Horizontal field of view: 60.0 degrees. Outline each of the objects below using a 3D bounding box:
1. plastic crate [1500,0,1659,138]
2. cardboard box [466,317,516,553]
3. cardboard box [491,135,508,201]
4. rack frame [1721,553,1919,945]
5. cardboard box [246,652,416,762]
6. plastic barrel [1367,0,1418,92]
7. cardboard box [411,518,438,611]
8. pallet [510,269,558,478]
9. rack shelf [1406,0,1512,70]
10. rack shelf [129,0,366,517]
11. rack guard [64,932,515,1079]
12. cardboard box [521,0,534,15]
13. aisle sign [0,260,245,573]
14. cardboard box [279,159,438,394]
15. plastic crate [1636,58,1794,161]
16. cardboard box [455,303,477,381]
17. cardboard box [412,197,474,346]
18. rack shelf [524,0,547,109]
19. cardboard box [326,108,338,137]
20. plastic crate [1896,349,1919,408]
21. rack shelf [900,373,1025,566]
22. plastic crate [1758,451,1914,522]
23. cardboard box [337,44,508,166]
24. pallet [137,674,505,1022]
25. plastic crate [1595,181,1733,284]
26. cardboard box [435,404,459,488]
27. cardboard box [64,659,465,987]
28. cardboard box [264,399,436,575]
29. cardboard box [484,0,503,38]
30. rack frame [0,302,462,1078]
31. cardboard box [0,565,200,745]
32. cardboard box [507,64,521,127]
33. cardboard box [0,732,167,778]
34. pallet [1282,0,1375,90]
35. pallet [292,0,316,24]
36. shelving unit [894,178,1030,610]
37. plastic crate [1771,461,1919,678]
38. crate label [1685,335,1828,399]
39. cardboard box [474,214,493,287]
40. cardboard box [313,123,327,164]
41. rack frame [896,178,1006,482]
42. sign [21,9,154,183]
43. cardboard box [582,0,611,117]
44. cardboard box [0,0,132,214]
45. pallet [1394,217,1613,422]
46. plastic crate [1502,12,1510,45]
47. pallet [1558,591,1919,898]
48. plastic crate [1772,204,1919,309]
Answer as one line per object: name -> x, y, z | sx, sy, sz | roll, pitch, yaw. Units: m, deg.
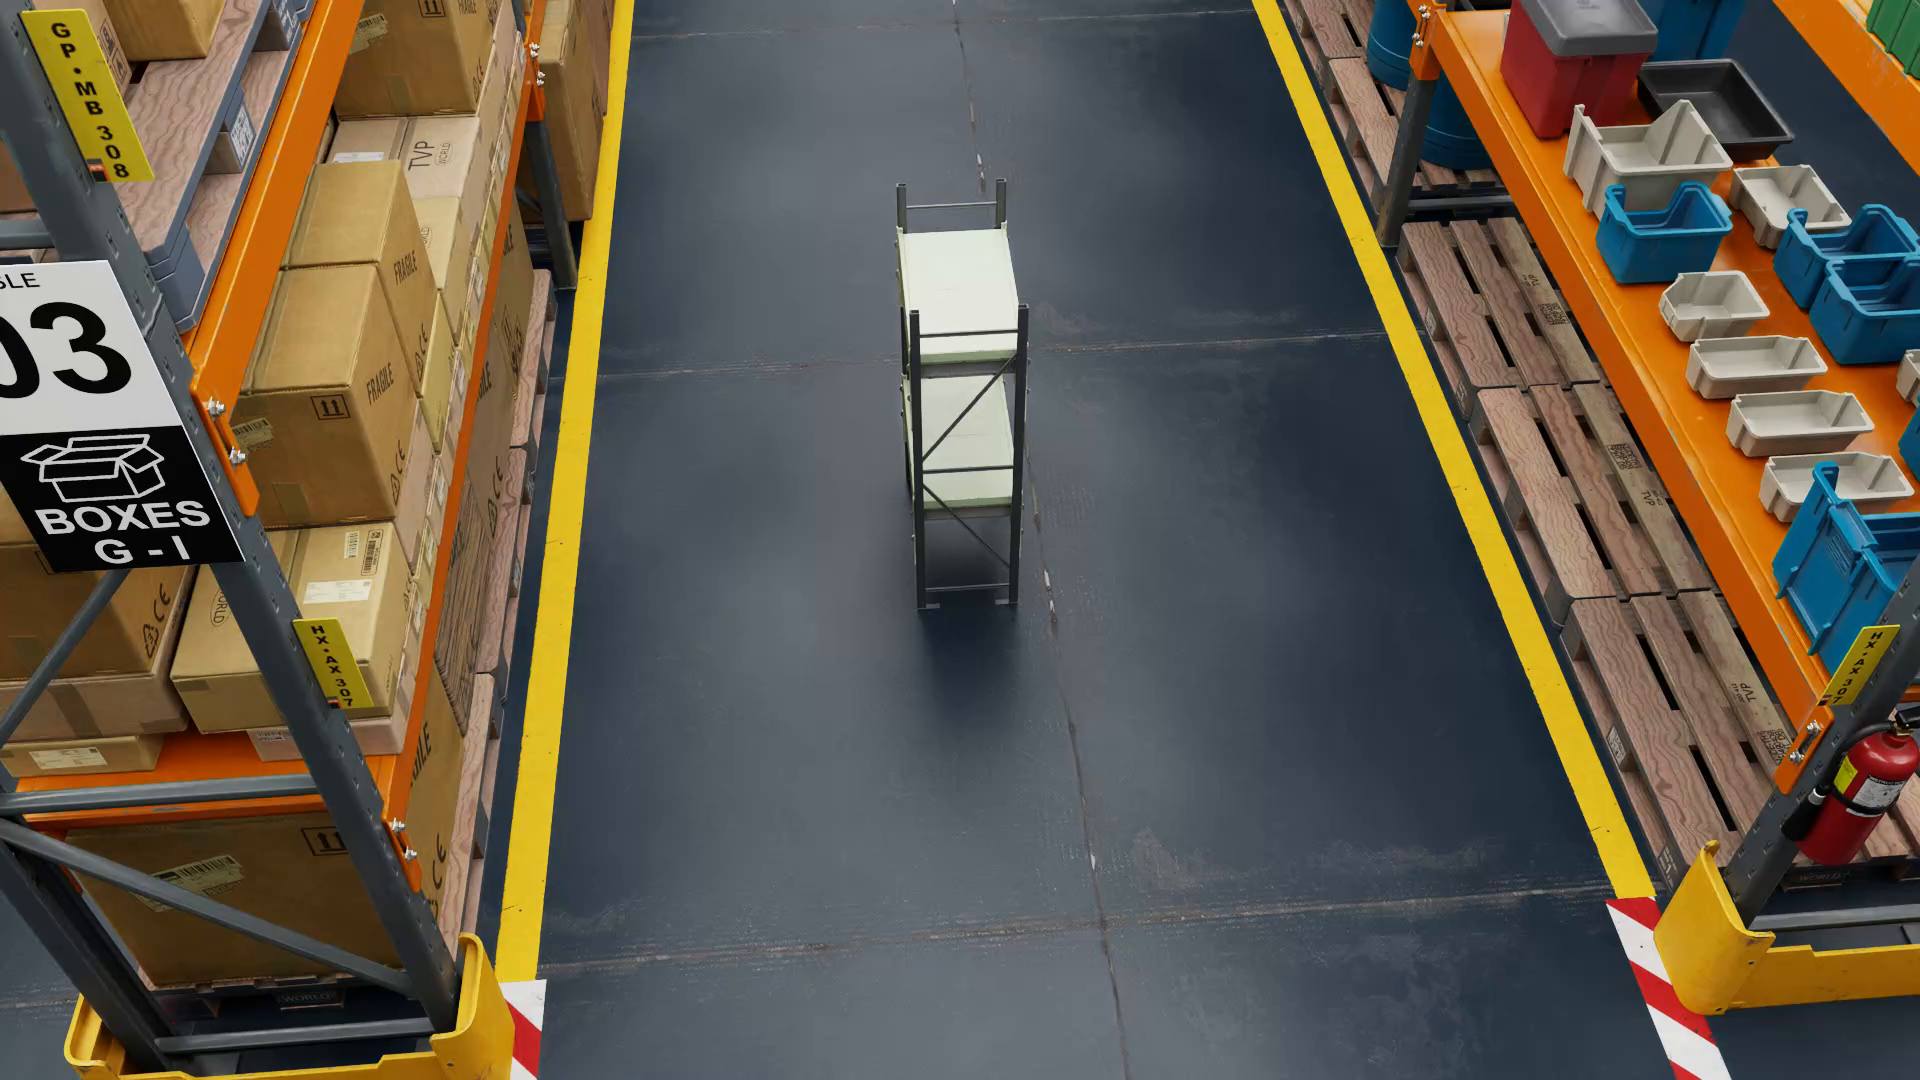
plastic crate -> 2.407, -1.930, 6.563 | 0.402, 0.464, 0.583 | -3, 47, -3
cardboard box -> -2.302, -0.528, 6.495 | 0.875, 0.875, 0.875 | -3, 47, -3
cardboard box -> -1.937, -1.403, 6.322 | 0.380, 0.149, 0.250 | -3, 47, -3
rack frame -> 2.917, 0.345, 4.494 | 1.000, 3.000, 0.127 | -3, 47, -3
cardboard box -> -1.719, 0.456, 4.562 | 0.380, 0.149, 0.250 | -3, 47, -3
plastic barrel -> 2.494, -2.879, 8.703 | 0.600, 0.901, 0.708 | -3, 47, -3
cardboard box -> -1.764, 0.085, 4.913 | 0.380, 0.149, 0.250 | -4, 47, -4
pallet -> -2.368, -0.734, 7.436 | 1.003, 0.211, 1.213 | -3, 47, -3
rack shelf -> 2.415, -3.748, 8.866 | 1.077, 0.370, 4.000 | -3, 47, -3
rack shelf -> -2.186, -1.585, 4.751 | 1.077, 0.370, 4.000 | -3, 47, -3
rack guard -> -2.016, 1.523, 5.100 | 1.175, 0.500, 0.348 | -3, 47, -3
cardboard box -> -2.143, -2.630, 7.243 | 0.500, 0.500, 0.500 | -3, 47, -3
aisle sign -> -1.713, -0.214, 3.233 | 0.394, 0.787, 0.004 | -3, 47, -3
cardboard box -> -1.881, -0.762, 4.924 | 0.500, 0.500, 0.500 | -5, 47, -4
plastic crate -> 2.944, -1.681, 6.561 | 0.437, 0.125, 0.590 | -3, 47, -3
cardboard box -> -1.849, -0.657, 5.616 | 0.380, 0.149, 0.250 | -5, 47, -4
cardboard box -> -1.927, -0.885, 5.557 | 0.500, 0.250, 0.500 | -4, 47, -4
rack shelf -> -2.521, -3.447, 8.581 | 1.077, 0.370, 4.000 | -3, 47, -3
cardboard box -> -2.538, -1.582, 6.218 | 0.500, 0.250, 0.500 | -4, 47, -3
plastic crate -> 3.223, -0.511, 5.445 | 0.250, 0.136, 0.298 | -3, 47, -3
rack shelf -> -0.001, -0.296, 6.583 | 0.431, 0.370, 0.720 | -3, 47, -3
plastic crate -> 2.668, -0.164, 5.116 | 0.396, 0.136, 0.243 | -3, 47, -3
cardboard box -> -2.009, -1.621, 6.254 | 0.500, 0.250, 0.500 | -2, 47, -2
pallet -> -2.163, 1.031, 5.764 | 1.003, 0.211, 1.213 | -3, 47, -3
plastic crate -> 2.490, -1.088, 5.925 | 0.416, 0.233, 0.300 | -3, 47, -3
cardboard box -> -1.807, -0.288, 5.266 | 0.380, 0.149, 0.250 | -4, 47, -4
cardboard box -> -2.152, 0.774, 5.261 | 0.875, 0.875, 0.875 | -3, 47, -3
cardboard box -> -1.840, -0.144, 4.855 | 0.500, 0.250, 0.500 | -4, 47, -4
cardboard box -> -2.048, -2.240, 6.324 | 0.500, 0.500, 0.500 | -2, 47, -2
rack frame -> -2.018, 0.646, 4.208 | 1.000, 3.000, 0.127 | -3, 47, -3
cardboard box -> -2.323, 0.261, 4.472 | 0.500, 0.250, 0.500 | -4, 47, -4
cardboard box -> -1.979, -1.774, 6.674 | 0.380, 0.149, 0.250 | -3, 47, -3
cardboard box -> -2.376, 0.495, 4.525 | 0.380, 0.149, 0.250 | -3, 47, -3
pallet -> 2.454, -3.035, 9.616 | 1.003, 0.211, 1.213 | -3, 47, -3
pallet -> -2.196, -1.775, 4.497 | 1.003, 0.211, 1.213 | -3, 47, -3
shelving unit -> -0.001, -0.521, 6.347 | 0.431, 1.500, 0.755 | -3, 47, -3
plastic crate -> 2.703, 0.082, 4.678 | 0.616, 0.435, 0.499 | -3, 47, -3
crate label -> 2.611, -0.574, 5.505 | 0.396, 0.136, 0.243 | -3, 47, -3
cardboard box -> -1.893, -1.031, 5.970 | 0.380, 0.149, 0.250 | -4, 47, -4
cardboard box -> -2.486, -1.461, 5.586 | 0.500, 0.500, 0.500 | -5, 47, -5
rack frame -> -0.031, -0.785, 6.597 | 0.400, 1.500, 0.023 | -3, 47, -3
sign -> -1.465, -0.742, 2.801 | 0.100, 0.325, 0.005 | -3, 47, -3
cardboard box -> -2.502, -2.770, 8.618 | 1.225, 0.875, 0.875 | -5, 47, -5
cardboard box -> -2.115, -0.971, 3.247 | 0.700, 0.500, 0.500 | -6, 47, -6
pallet -> 2.683, -1.060, 7.745 | 1.003, 0.211, 1.213 | -3, 47, -3
plastic crate -> 2.479, -2.133, 6.981 | 0.396, 0.136, 0.243 | -3, 47, -3
pallet -> 2.887, 0.705, 6.073 | 1.003, 0.211, 1.213 | -3, 47, -3
plastic crate -> 3.089, -0.986, 5.829 | 0.416, 0.233, 0.300 | -3, 47, -3
